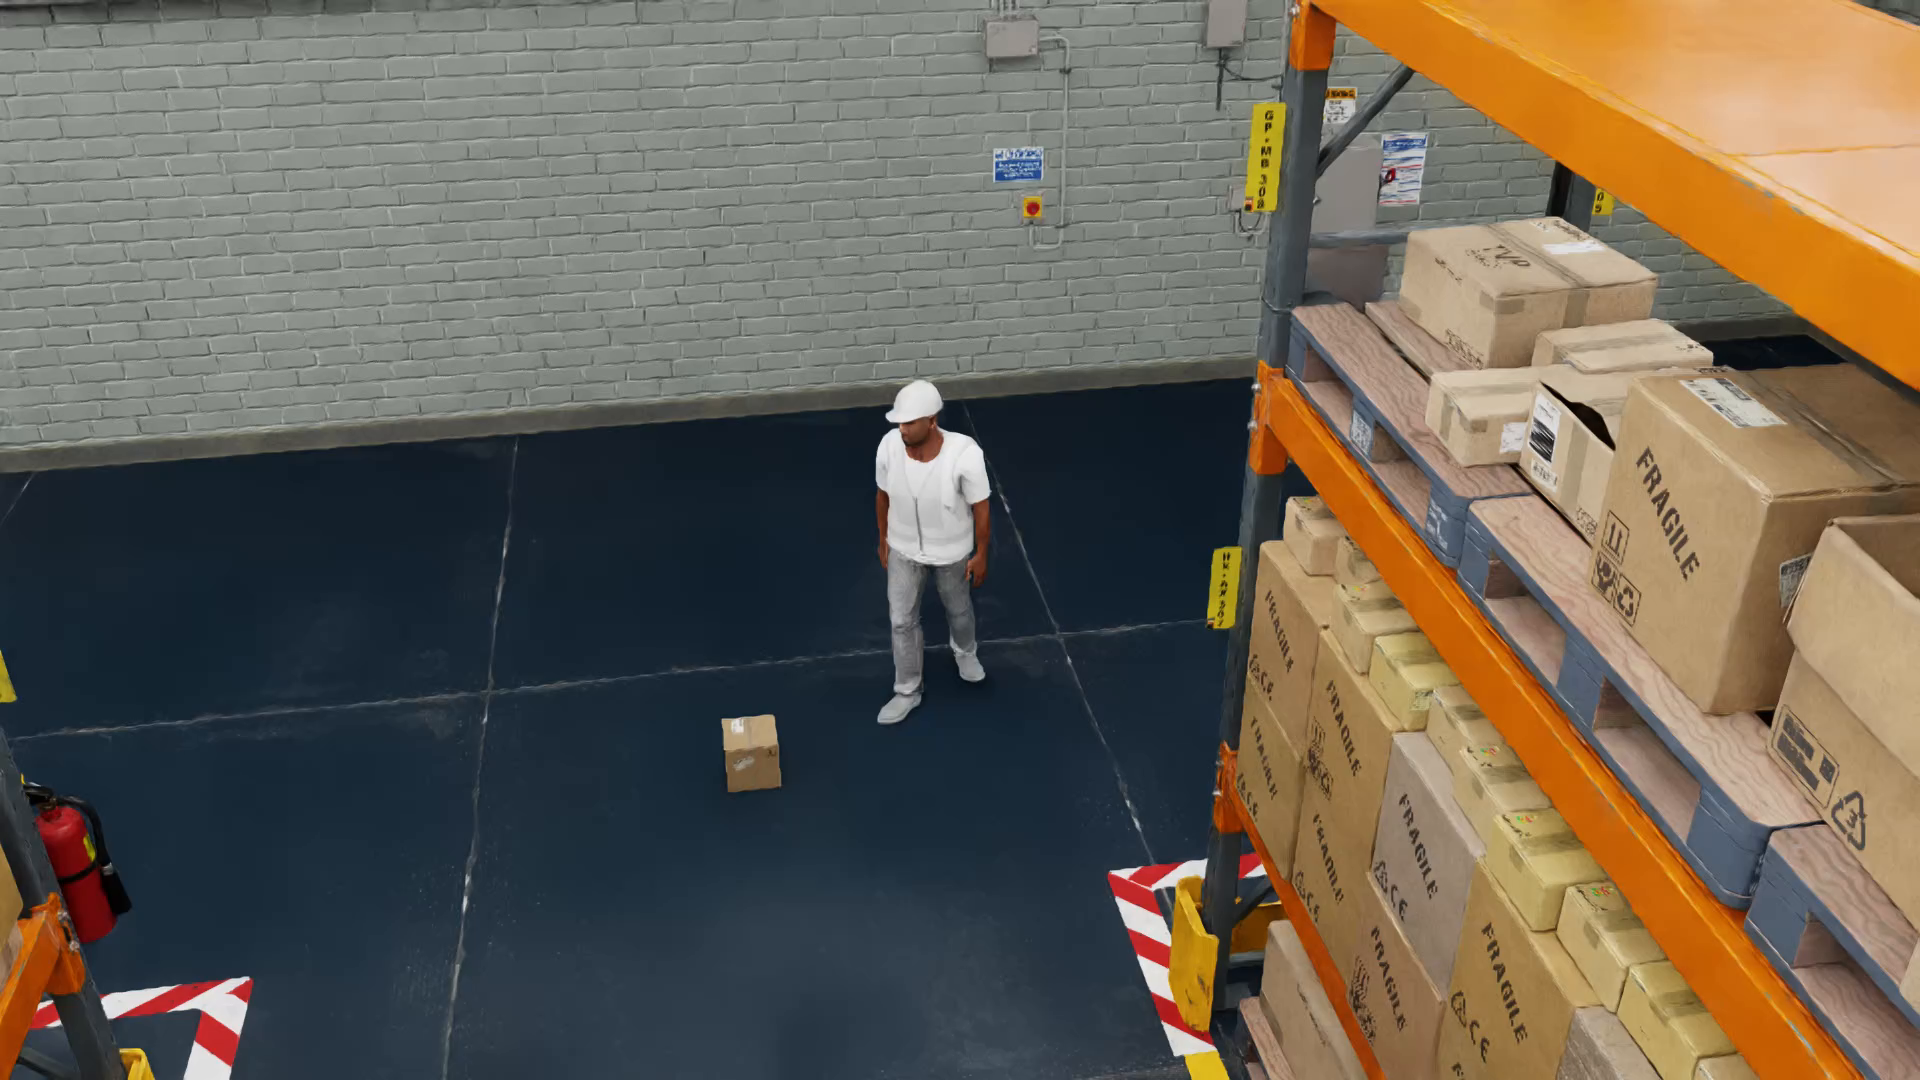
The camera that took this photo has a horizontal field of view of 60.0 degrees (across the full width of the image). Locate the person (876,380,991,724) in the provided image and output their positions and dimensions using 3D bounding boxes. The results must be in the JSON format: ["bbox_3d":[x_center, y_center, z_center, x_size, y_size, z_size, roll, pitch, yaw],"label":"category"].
[{"bbox_3d":[-0.134,0.026,8.071,0.592,1.758,0.692,8,31,13],"label":"person"}]
